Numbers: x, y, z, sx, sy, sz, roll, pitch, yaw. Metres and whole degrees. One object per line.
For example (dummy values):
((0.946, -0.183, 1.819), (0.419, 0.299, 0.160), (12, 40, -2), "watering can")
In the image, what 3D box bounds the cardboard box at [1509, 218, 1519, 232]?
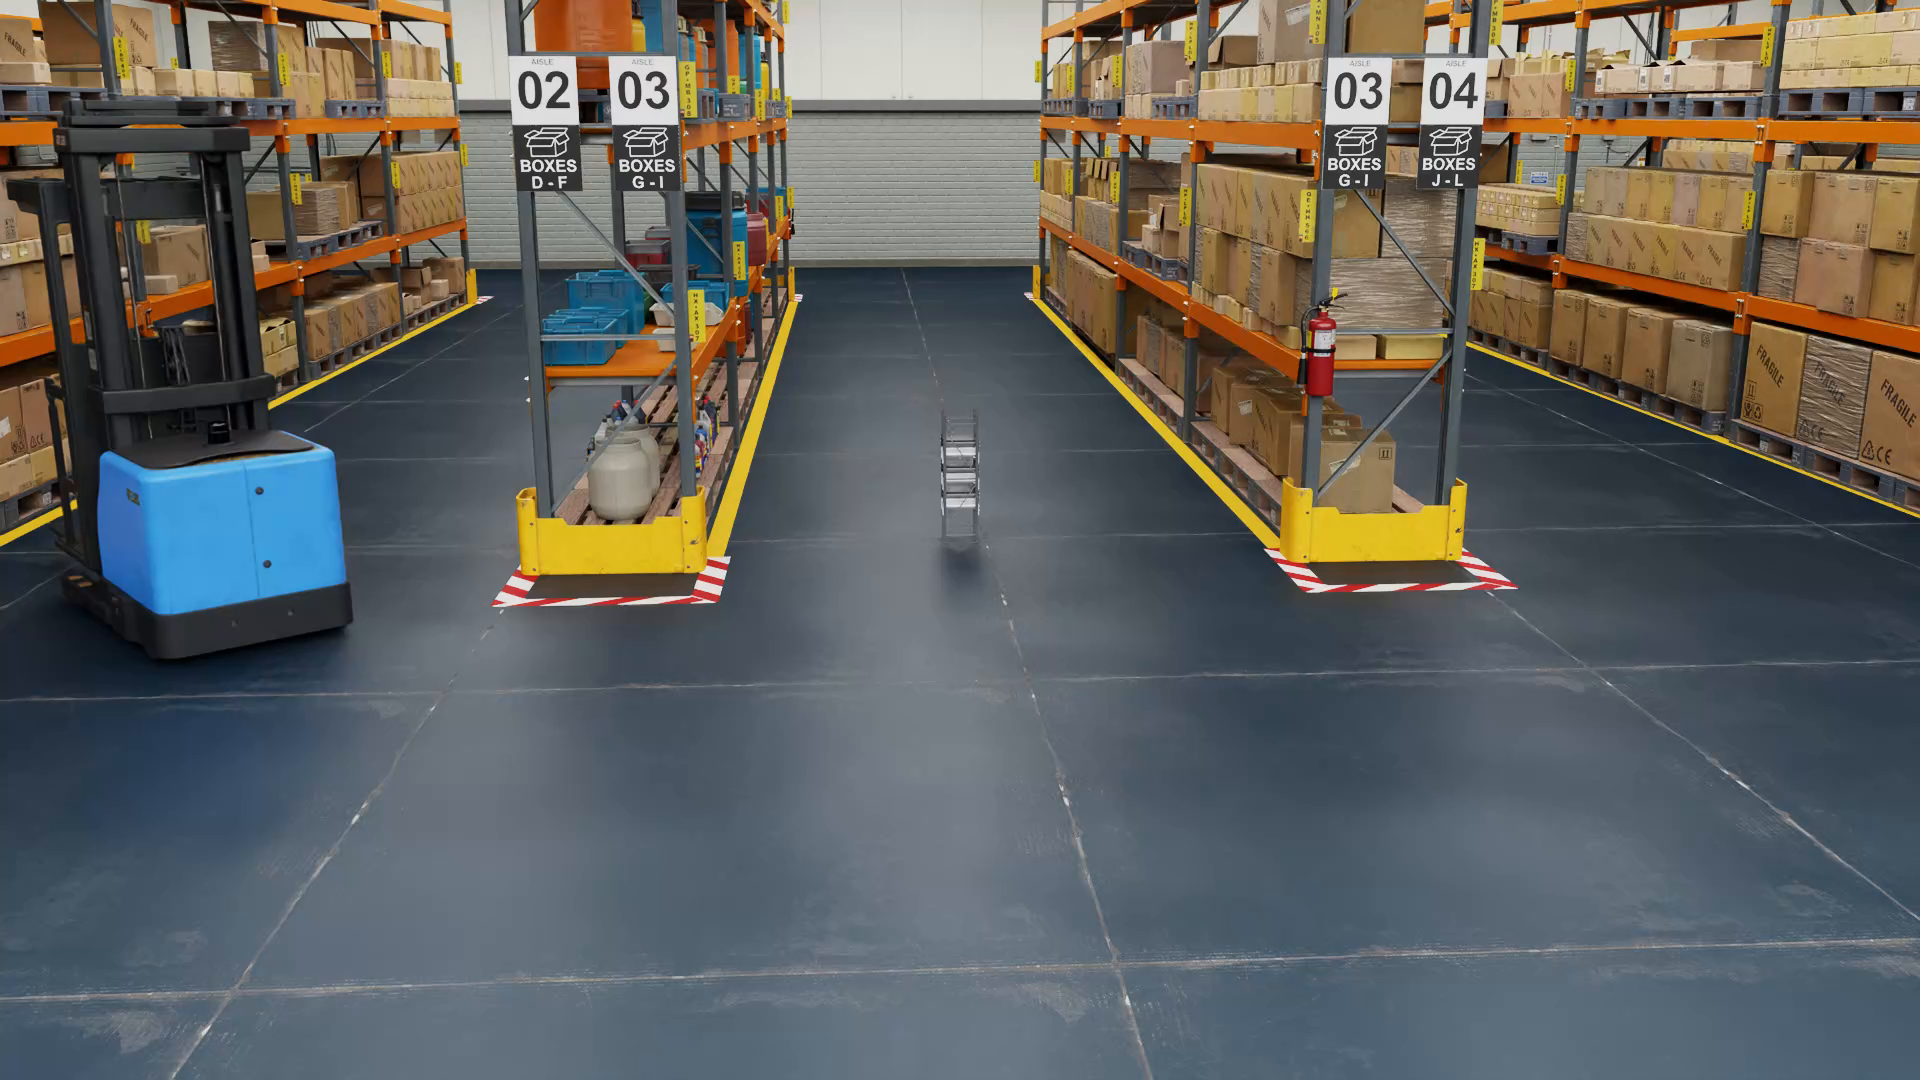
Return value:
((6.692, -3.698, 19.542), (0.380, 0.149, 0.250), (-1, 14, -2), "cardboard box")

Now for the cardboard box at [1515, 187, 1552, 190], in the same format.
((7.243, -4.385, 21.019), (0.380, 0.149, 0.250), (-1, 14, -5), "cardboard box")

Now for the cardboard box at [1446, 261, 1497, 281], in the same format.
((6.745, -3.538, 21.927), (0.500, 0.250, 0.500), (-2, 15, -6), "cardboard box")

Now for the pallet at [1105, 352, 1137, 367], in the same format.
((2.281, -2.171, 19.539), (1.003, 0.211, 1.213), (-1, 14, -3), "pallet")

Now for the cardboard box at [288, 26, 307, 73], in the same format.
((-7.717, -5.519, 18.731), (0.500, 0.500, 0.500), (-1, 14, -3), "cardboard box")

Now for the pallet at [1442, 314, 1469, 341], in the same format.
((7.013, -2.826, 22.086), (1.003, 0.211, 1.213), (-1, 14, -3), "pallet")

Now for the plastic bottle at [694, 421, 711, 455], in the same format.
((-2.076, -0.822, 13.286), (0.152, 0.276, 0.135), (-1, 14, -2), "plastic bottle")

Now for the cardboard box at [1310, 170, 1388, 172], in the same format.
((2.894, -2.525, 12.516), (0.500, 0.500, 0.500), (-1, 14, -3), "cardboard box")

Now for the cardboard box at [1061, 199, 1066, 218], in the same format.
((1.683, -4.624, 23.184), (0.500, 0.250, 0.500), (0, 14, -2), "cardboard box")

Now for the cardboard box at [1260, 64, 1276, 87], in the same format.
((2.348, -3.295, 11.795), (0.380, 0.149, 0.250), (-2, 15, -6), "cardboard box")

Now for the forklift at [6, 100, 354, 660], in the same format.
((-4.791, -1.079, 9.836), (1.130, 2.935, 3.031), (-12, 19, -40), "forklift")

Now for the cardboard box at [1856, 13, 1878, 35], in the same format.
((7.207, -4.000, 12.894), (0.380, 0.149, 0.250), (-1, 14, -3), "cardboard box")

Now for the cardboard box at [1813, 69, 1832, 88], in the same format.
((7.174, -3.741, 13.487), (0.380, 0.149, 0.250), (-1, 14, -4), "cardboard box")

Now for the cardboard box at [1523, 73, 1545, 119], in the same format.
((6.878, -5.139, 19.258), (0.500, 0.500, 0.500), (-1, 14, -3), "cardboard box")

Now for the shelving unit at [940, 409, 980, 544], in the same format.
((0.000, -0.438, 11.422), (0.258, 0.900, 0.210), (-1, 14, -3), "shelving unit")

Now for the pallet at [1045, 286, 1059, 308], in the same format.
((1.886, -3.765, 25.737), (1.003, 0.211, 1.213), (-1, 14, -3), "pallet")

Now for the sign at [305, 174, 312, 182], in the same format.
((-8.422, -4.576, 21.553), (0.100, 0.325, 0.005), (-1, 14, -3), "sign")

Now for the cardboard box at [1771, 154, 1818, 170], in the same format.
((11.593, -5.117, 23.188), (0.500, 0.500, 0.500), (-1, 14, -4), "cardboard box")

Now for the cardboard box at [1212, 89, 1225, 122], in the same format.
((2.312, -3.462, 13.242), (0.500, 0.250, 0.500), (-1, 14, -4), "cardboard box")

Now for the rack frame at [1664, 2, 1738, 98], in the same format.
((11.650, -8.372, 26.005), (1.000, 3.000, 0.127), (-1, 14, -3), "rack frame")

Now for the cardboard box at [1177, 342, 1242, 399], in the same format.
((2.475, -1.603, 15.872), (0.700, 0.500, 0.500), (-1, 14, -4), "cardboard box")

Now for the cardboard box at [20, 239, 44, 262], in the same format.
((-7.078, -2.159, 12.397), (0.380, 0.149, 0.250), (0, 14, -2), "cardboard box")

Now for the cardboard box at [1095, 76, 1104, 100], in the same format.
((1.985, -5.657, 20.810), (0.500, 0.311, 0.500), (-1, 14, -5), "cardboard box")

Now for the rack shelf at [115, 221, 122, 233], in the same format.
((-12.949, -4.238, 23.422), (1.077, 0.370, 4.000), (-1, 14, -3), "rack shelf")

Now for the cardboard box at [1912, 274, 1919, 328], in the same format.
((7.673, -1.828, 12.308), (0.875, 0.550, 0.550), (-1, 14, -3), "cardboard box")

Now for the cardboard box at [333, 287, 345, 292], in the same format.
((-8.050, -2.913, 20.960), (0.500, 0.500, 0.500), (-1, 14, -3), "cardboard box")

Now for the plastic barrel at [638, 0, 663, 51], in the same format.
((-2.487, -3.902, 12.804), (0.600, 0.901, 0.708), (-1, 14, -3), "plastic barrel")

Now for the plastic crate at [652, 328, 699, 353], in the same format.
((-1.928, -1.358, 11.312), (0.298, 0.136, 0.250), (-1, 14, -3), "plastic crate")

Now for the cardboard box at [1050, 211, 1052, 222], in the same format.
((1.533, -4.779, 24.583), (0.380, 0.149, 0.250), (-1, 14, -4), "cardboard box")

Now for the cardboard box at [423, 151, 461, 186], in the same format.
((-7.827, -5.588, 25.016), (0.500, 0.500, 0.500), (-1, 14, -4), "cardboard box")

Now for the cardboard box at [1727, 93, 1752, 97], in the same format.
((11.625, -6.716, 24.344), (0.500, 0.500, 0.500), (-1, 14, -2), "cardboard box")

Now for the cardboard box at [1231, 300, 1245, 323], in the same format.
((2.321, -1.776, 12.915), (0.380, 0.149, 0.250), (-1, 14, -3), "cardboard box")

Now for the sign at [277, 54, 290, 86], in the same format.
((-7.079, -4.920, 17.411), (0.100, 0.325, 0.005), (-1, 14, -3), "sign")

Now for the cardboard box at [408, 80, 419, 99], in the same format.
((-7.715, -6.162, 22.735), (0.500, 0.250, 0.500), (-1, 14, -3), "cardboard box")

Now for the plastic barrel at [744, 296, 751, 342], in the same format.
((-2.806, -2.685, 19.939), (0.600, 0.588, 0.708), (-1, 14, -3), "plastic barrel")

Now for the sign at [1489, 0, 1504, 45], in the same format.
((3.291, -3.219, 10.242), (0.100, 0.325, 0.005), (-1, 14, -3), "sign")

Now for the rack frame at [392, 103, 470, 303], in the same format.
((-8.129, -5.161, 25.567), (1.000, 3.000, 0.127), (-1, 14, -3), "rack frame")

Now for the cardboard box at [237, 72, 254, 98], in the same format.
((-7.549, -4.643, 16.991), (0.500, 0.250, 0.500), (-2, 15, -8), "cardboard box")

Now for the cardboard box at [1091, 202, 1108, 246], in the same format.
((1.885, -3.871, 20.350), (0.500, 0.500, 0.500), (-1, 14, -2), "cardboard box")

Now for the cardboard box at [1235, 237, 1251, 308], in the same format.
((2.585, -2.036, 12.622), (0.875, 0.500, 0.500), (-1, 14, -3), "cardboard box")

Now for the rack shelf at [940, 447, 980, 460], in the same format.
((0.000, -0.580, 11.386), (0.258, 0.077, 0.200), (-1, 14, -3), "rack shelf")

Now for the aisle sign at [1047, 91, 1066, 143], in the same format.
((1.455, -6.586, 25.885), (0.394, 0.787, 0.004), (-1, 14, -3), "aisle sign")

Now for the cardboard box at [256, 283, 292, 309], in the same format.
((-7.933, -2.780, 18.941), (0.500, 0.250, 0.500), (0, 14, -1), "cardboard box")

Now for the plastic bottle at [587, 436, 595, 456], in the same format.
((-2.770, -0.634, 12.539), (0.061, 0.283, 0.133), (-1, 14, -2), "plastic bottle")

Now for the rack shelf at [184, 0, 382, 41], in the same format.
((-7.757, -6.032, 19.159), (1.077, 0.370, 4.000), (-1, 14, -3), "rack shelf")

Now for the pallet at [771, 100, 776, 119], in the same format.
((-2.718, -5.128, 19.796), (1.003, 0.211, 1.213), (-1, 14, -3), "pallet")

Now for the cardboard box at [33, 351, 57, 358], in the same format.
((-7.669, -1.292, 13.698), (0.500, 0.500, 0.500), (-1, 14, -3), "cardboard box")

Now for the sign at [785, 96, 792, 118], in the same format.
((-2.637, -6.651, 25.548), (0.100, 0.325, 0.005), (-1, 14, -3), "sign")

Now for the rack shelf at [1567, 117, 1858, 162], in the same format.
((7.335, -3.982, 16.407), (1.077, 0.370, 4.000), (-1, 14, -3), "rack shelf")

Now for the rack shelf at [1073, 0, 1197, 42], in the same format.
((2.130, -6.184, 19.750), (1.077, 0.370, 4.000), (-1, 14, -3), "rack shelf")

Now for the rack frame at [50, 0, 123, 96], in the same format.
((-7.385, -5.082, 13.220), (1.000, 3.000, 0.127), (-1, 14, -3), "rack frame")

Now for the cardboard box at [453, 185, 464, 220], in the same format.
((-7.830, -5.103, 25.138), (0.500, 0.500, 0.500), (0, 14, -2), "cardboard box")

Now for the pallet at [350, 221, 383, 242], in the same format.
((-7.941, -3.873, 20.945), (1.003, 0.211, 1.213), (-1, 14, -3), "pallet")

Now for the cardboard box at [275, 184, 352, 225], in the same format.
((-7.969, -4.127, 20.503), (0.700, 0.500, 0.500), (1, 14, 5), "cardboard box")

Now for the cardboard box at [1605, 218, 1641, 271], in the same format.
((7.034, -3.056, 17.183), (0.500, 0.500, 0.500), (-1, 14, -3), "cardboard box")

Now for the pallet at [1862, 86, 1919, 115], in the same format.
((7.572, -3.284, 12.428), (1.003, 0.211, 1.213), (-1, 14, -3), "pallet")

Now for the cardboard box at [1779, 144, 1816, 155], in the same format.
((11.561, -5.390, 22.947), (0.380, 0.149, 0.250), (-1, 14, -5), "cardboard box")
